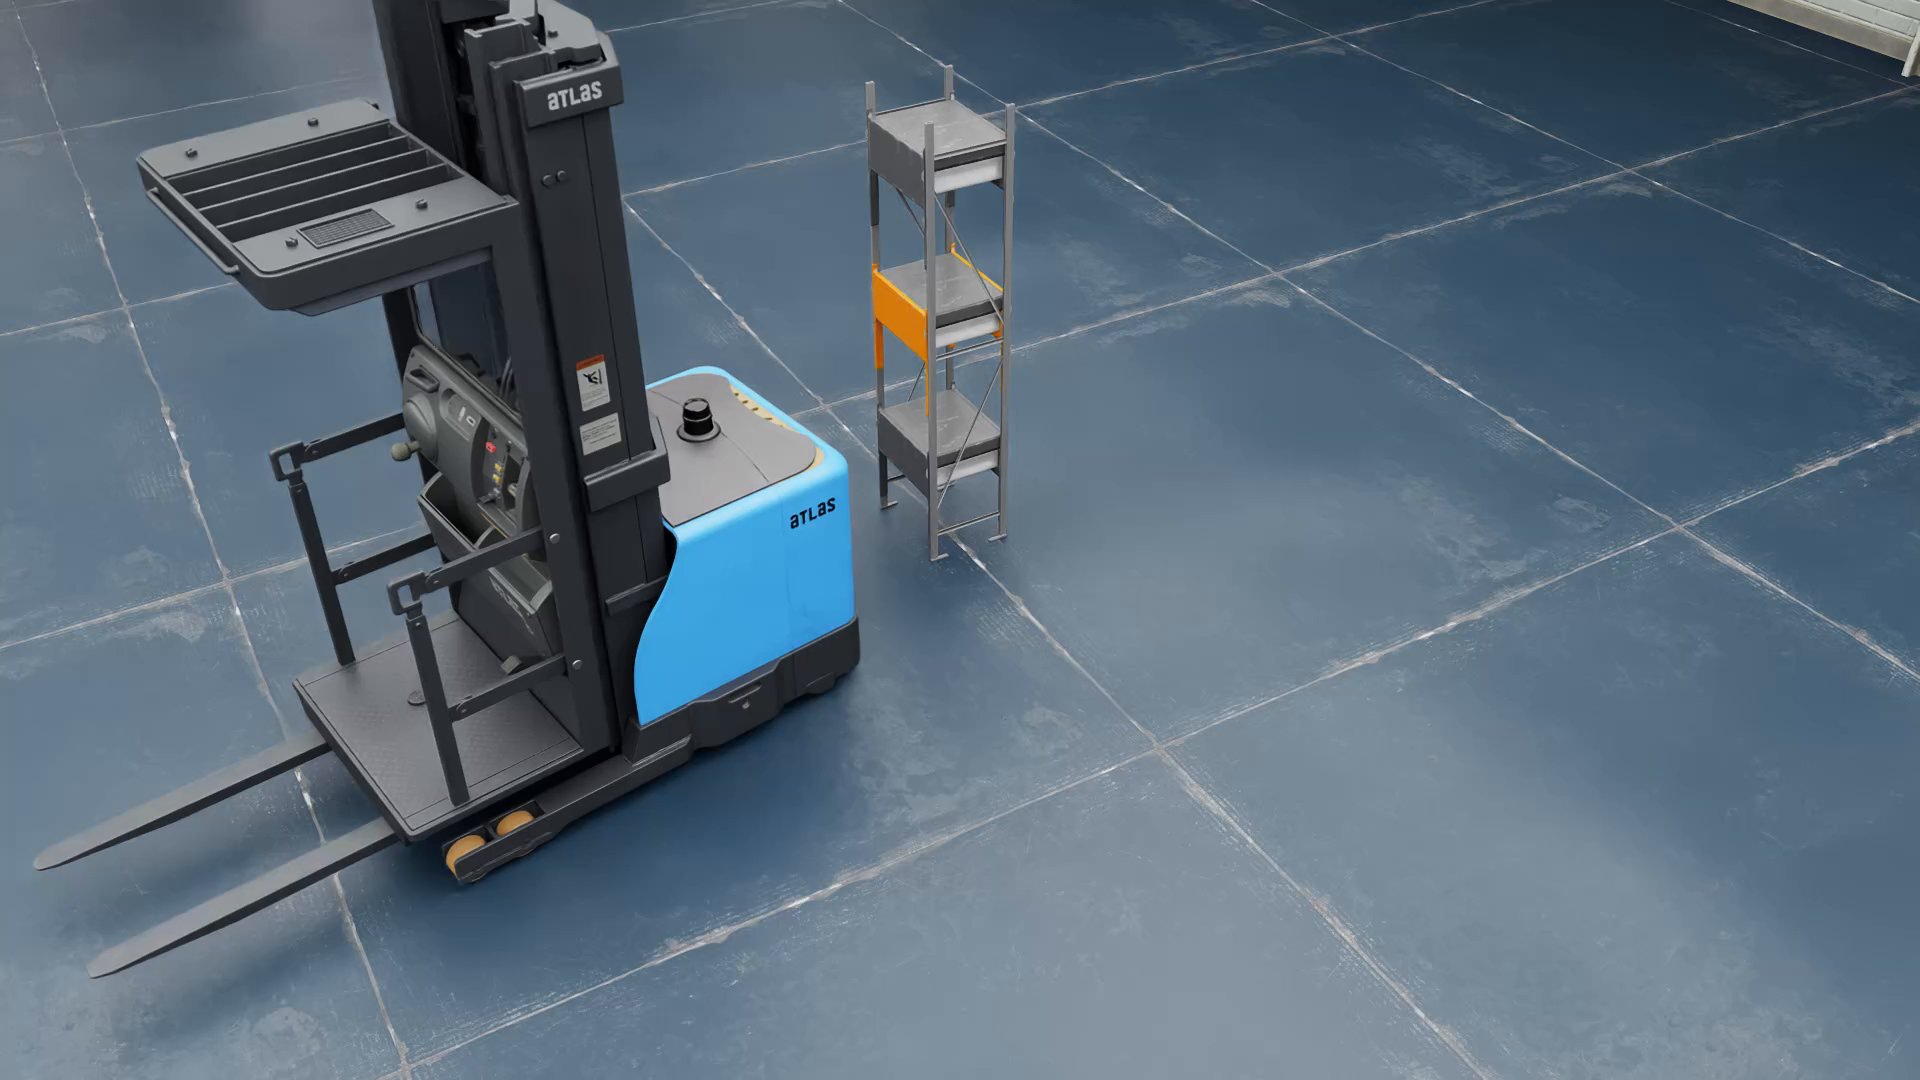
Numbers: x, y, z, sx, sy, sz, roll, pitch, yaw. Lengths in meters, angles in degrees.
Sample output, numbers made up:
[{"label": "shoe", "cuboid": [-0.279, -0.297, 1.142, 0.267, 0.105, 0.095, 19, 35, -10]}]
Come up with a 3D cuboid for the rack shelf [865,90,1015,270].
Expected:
[{"label": "rack shelf", "cuboid": [-0.083, -1.487, 6.841, 0.431, 0.518, 0.480, -19, 40, -24]}]

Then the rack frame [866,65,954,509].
[{"label": "rack frame", "cuboid": [-0.206, -1.057, 7.417, 0.400, 2.100, 0.015, -19, 40, -24]}]

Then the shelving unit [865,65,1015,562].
[{"label": "shelving unit", "cuboid": [-0.083, -0.932, 7.246, 0.431, 2.100, 0.503, -19, 40, -24]}]

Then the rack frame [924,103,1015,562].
[{"label": "rack frame", "cuboid": [0.039, -0.808, 7.076, 0.400, 2.100, 0.015, -19, 40, -24]}]

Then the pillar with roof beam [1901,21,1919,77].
[{"label": "pillar with roof beam", "cuboid": [3.620, -5.821, 8.091, 9.100, 9.000, 0.400, -19, 40, -24]}]

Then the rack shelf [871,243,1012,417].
[{"label": "rack shelf", "cuboid": [-0.083, -0.921, 7.254, 0.431, 0.518, 0.480, -19, 40, -24]}]

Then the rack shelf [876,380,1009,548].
[{"label": "rack shelf", "cuboid": [-0.083, -0.356, 7.667, 0.431, 0.518, 0.480, -19, 40, -24]}]

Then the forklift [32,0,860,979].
[{"label": "forklift", "cuboid": [-1.875, -0.295, 5.669, 3.031, 2.935, 1.130, -26, 43, -31]}]
